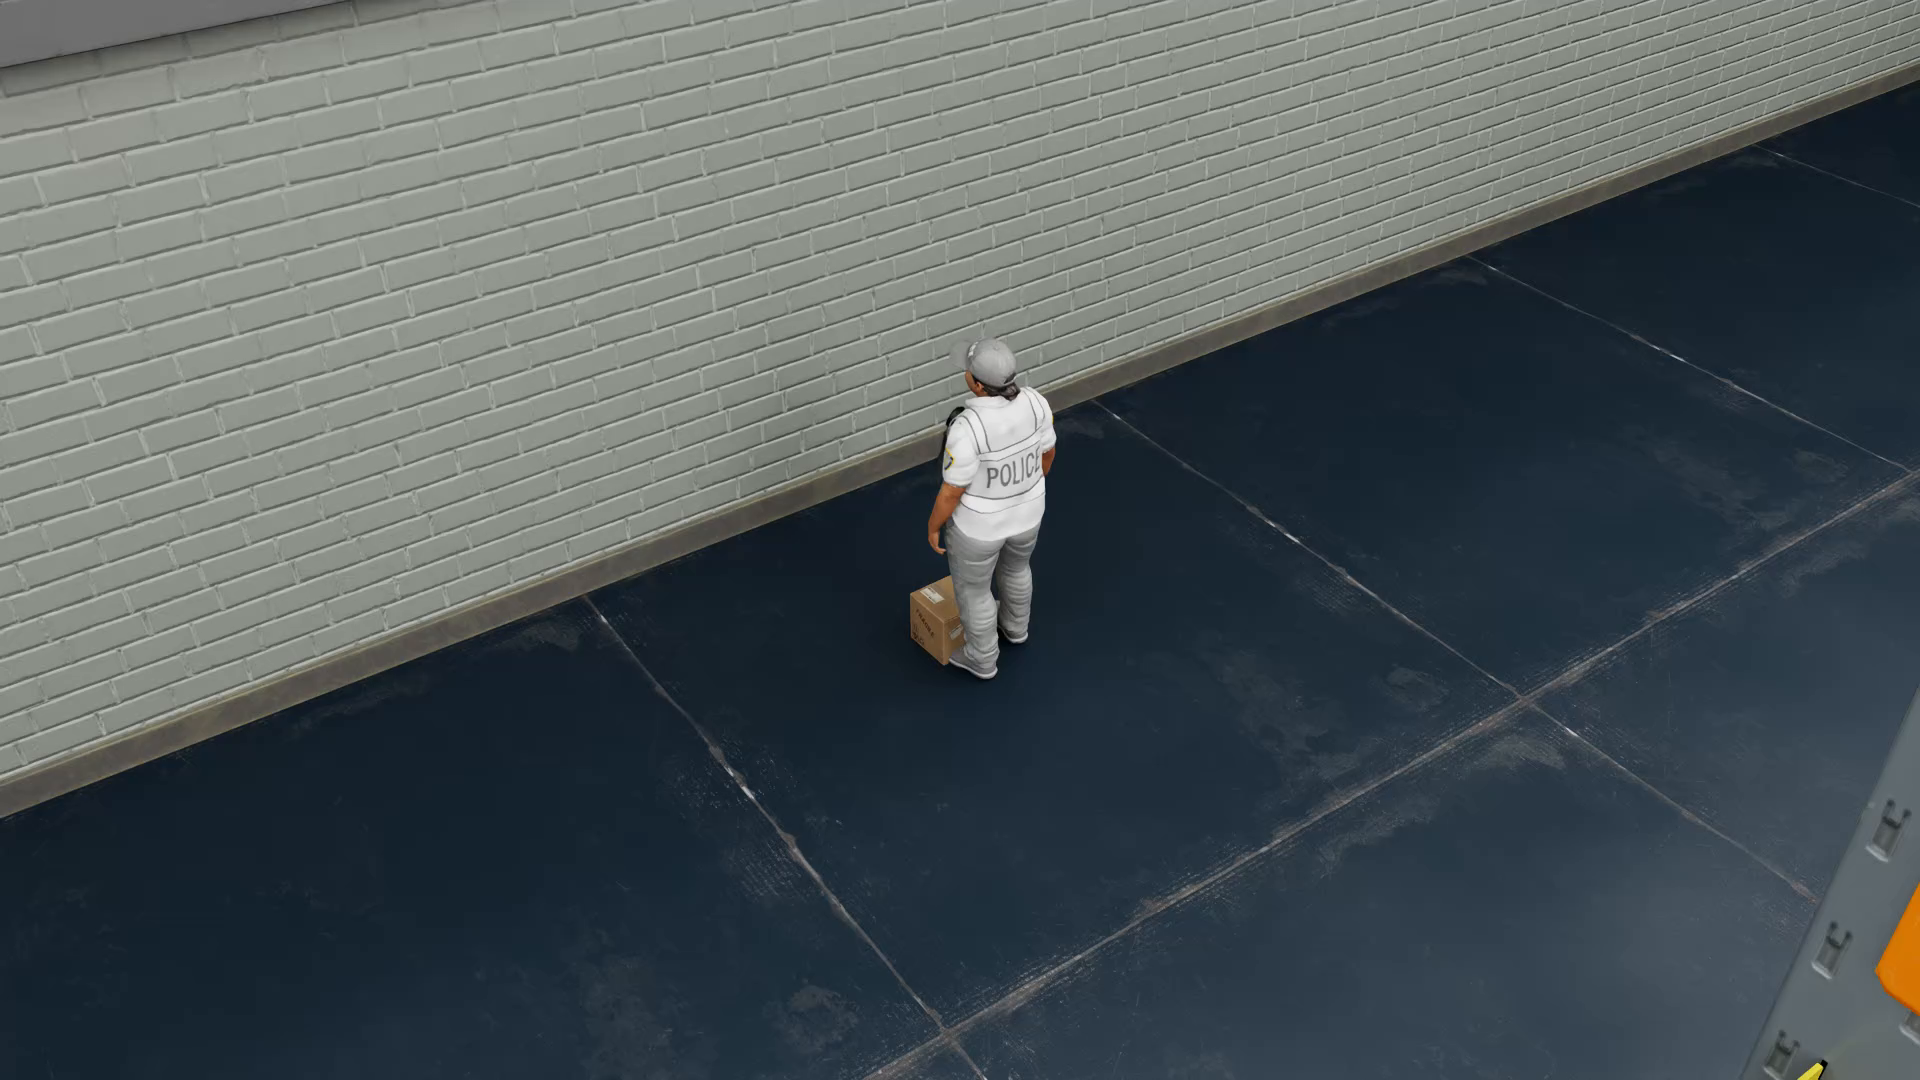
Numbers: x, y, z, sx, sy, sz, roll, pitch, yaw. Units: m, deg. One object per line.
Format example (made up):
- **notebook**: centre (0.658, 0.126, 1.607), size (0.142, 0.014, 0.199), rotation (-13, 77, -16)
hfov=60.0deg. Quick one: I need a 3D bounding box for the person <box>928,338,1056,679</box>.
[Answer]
- **person**: centre (0.096, -0.149, 6.828), size (0.598, 1.670, 0.529), rotation (-23, 42, -27)
